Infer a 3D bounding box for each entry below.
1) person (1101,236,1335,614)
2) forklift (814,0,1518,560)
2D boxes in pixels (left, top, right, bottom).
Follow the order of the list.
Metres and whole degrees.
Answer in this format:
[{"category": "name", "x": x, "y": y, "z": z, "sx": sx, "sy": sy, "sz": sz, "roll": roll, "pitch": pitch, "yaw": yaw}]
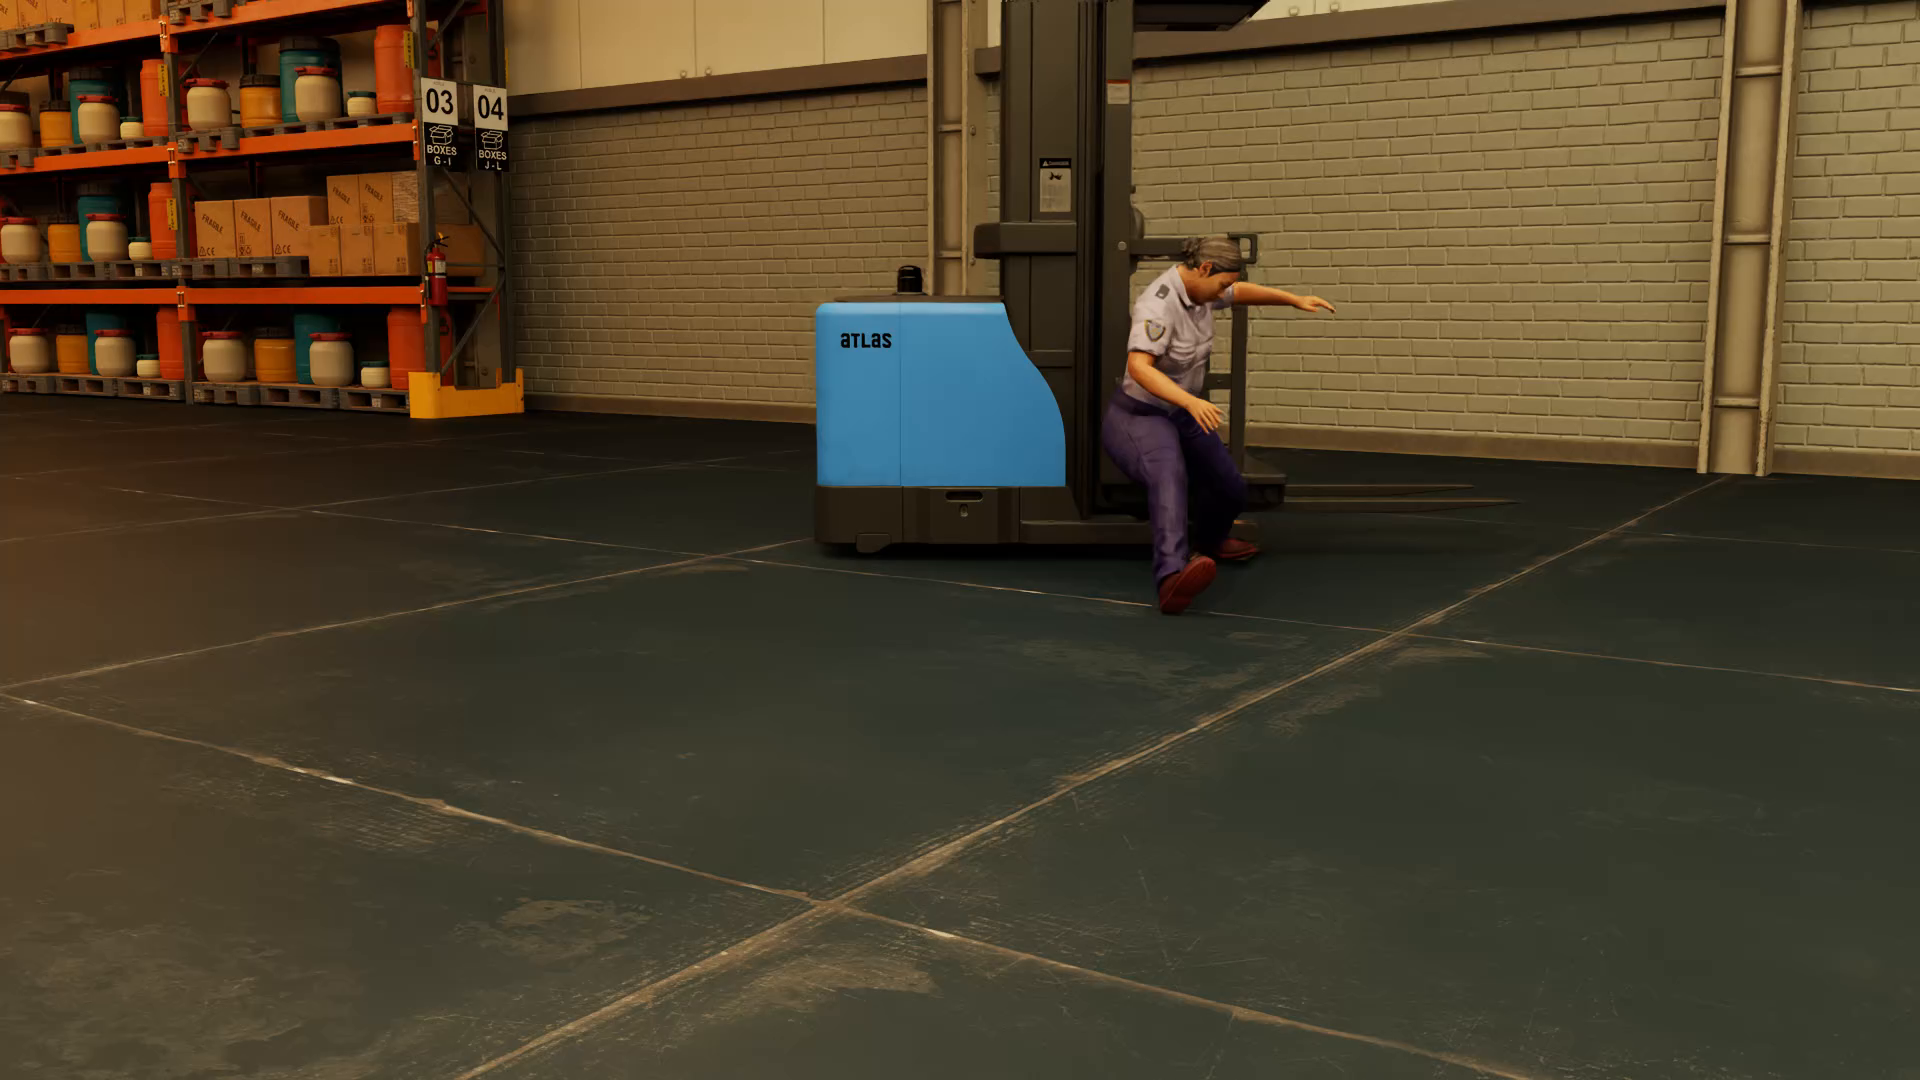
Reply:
[{"category": "person", "x": 0.920, "y": -0.465, "z": 6.237, "sx": 0.863, "sy": 1.320, "sz": 1.240, "roll": 8, "pitch": 11, "yaw": 43}, {"category": "forklift", "x": 0.895, "y": -1.440, "z": 7.321, "sx": 3.031, "sy": 2.935, "sz": 1.130, "roll": 0, "pitch": 8, "yaw": 0}]
